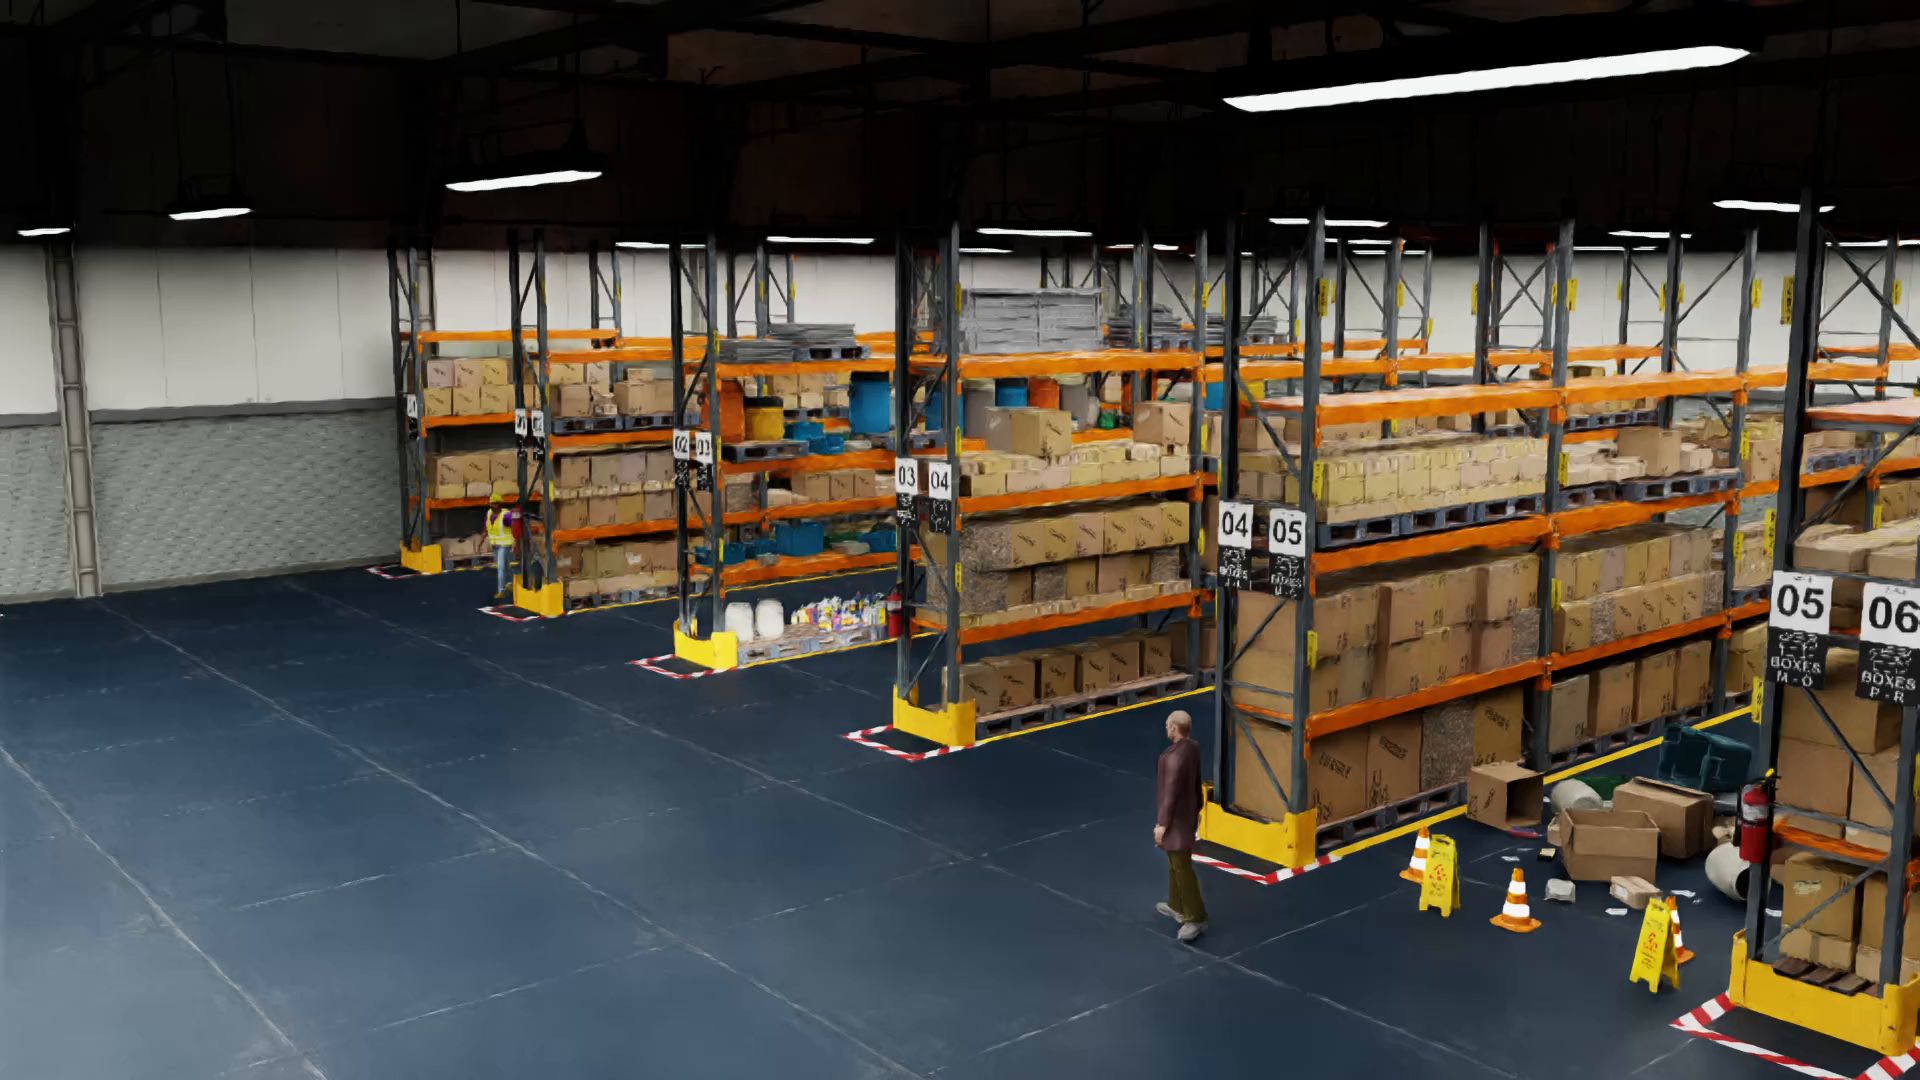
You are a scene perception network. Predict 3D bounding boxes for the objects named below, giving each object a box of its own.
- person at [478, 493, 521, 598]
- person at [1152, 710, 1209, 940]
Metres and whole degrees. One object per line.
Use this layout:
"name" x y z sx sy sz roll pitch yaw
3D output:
"person" -7.674 0.067 27.738 0.631 1.731 0.886 5 10 30
"person" 1.784 2.258 13.382 0.516 1.774 0.780 3 9 20
